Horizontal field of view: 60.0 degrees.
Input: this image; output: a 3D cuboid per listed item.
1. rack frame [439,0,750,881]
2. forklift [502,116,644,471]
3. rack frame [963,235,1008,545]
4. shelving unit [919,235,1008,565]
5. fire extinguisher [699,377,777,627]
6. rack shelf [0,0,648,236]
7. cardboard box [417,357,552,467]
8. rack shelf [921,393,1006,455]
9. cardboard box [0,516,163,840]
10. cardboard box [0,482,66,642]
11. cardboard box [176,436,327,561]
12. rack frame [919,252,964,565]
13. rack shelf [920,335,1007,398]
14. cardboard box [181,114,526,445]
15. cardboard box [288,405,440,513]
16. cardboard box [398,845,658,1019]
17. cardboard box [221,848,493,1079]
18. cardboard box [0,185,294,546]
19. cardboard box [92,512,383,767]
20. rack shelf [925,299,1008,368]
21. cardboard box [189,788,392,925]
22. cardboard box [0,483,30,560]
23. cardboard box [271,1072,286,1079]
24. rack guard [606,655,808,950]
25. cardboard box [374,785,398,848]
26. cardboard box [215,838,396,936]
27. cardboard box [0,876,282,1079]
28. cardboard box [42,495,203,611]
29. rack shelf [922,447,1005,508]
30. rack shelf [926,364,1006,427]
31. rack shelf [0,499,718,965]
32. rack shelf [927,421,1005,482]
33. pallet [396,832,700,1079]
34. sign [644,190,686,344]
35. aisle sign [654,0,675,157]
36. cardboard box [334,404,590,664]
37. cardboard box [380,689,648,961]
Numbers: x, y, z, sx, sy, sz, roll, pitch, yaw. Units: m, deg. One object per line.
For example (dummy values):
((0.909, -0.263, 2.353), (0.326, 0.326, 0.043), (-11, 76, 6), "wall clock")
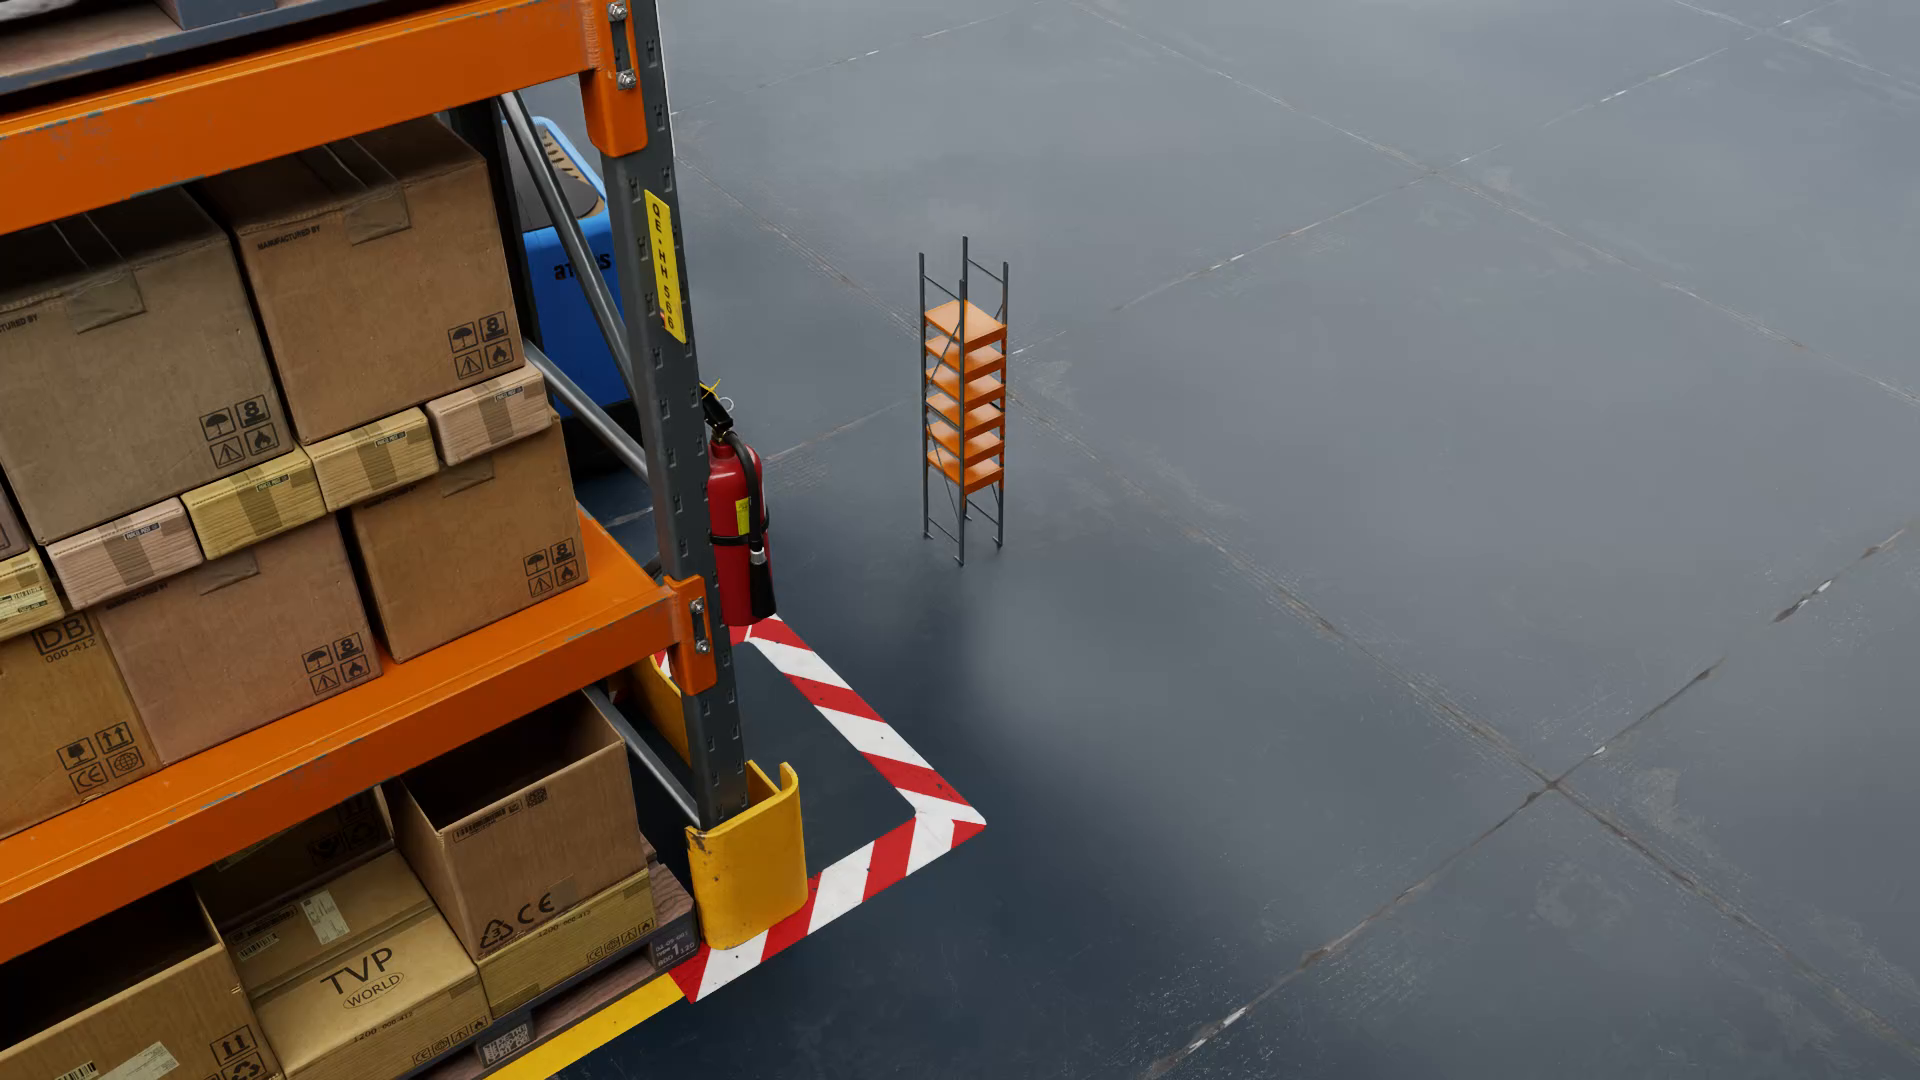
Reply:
((-0.937, -0.308, 4.260), (0.127, 3.000, 1.000), (-26, 46, -28), "rack frame")
((-2.732, -1.302, 5.526), (3.031, 2.935, 1.130), (-19, 43, -22), "forklift")
((0.084, -0.505, 5.919), (0.006, 1.200, 0.240), (-26, 46, -28), "rack frame")
((0.011, -0.469, 5.876), (0.189, 1.200, 0.258), (-26, 46, -28), "shelving unit")
((-0.560, -0.090, 4.056), (0.183, 0.674, 0.296), (-26, 46, -28), "fire extinguisher")
((-2.523, -0.417, 2.595), (4.000, 0.370, 1.077), (-26, 46, -28), "rack shelf")
((-1.124, -0.354, 3.726), (0.250, 0.149, 0.380), (-27, 46, -29), "cardboard box")
((0.011, -0.435, 5.904), (0.180, 0.103, 0.258), (-26, 46, -28), "rack shelf")
((-2.126, 0.222, 3.536), (0.500, 0.500, 0.700), (-26, 46, -28), "cardboard box")
((-1.942, 0.045, 3.240), (0.250, 0.149, 0.380), (-25, 45, -27), "cardboard box")
((-1.533, -0.153, 3.481), (0.250, 0.149, 0.380), (-27, 46, -29), "cardboard box")
((-0.061, -0.434, 5.833), (0.006, 1.200, 0.240), (-26, 46, -28), "rack frame")
((0.011, -0.621, 5.752), (0.180, 0.103, 0.258), (-26, 46, -28), "rack shelf")
((-1.357, -0.654, 3.580), (0.500, 0.500, 0.700), (-26, 46, -28), "cardboard box")
((-1.331, -0.252, 3.602), (0.250, 0.149, 0.380), (-25, 45, -27), "cardboard box")
((-1.182, 0.949, 4.565), (0.500, 0.250, 0.500), (-26, 46, -28), "cardboard box")
((-1.571, 1.148, 4.323), (0.500, 0.250, 0.500), (-26, 46, -28), "cardboard box")
((-1.771, -0.448, 3.329), (0.500, 0.500, 0.700), (-27, 47, -29), "cardboard box")
((-1.729, 0.033, 3.766), (0.500, 0.500, 0.700), (-25, 45, -27), "cardboard box")
((0.011, -0.713, 5.676), (0.180, 0.103, 0.258), (-26, 46, -28), "rack shelf")
((-1.893, 0.592, 4.408), (0.500, 0.500, 0.500), (-26, 46, -28), "cardboard box")
((-2.170, -0.253, 3.091), (0.500, 0.500, 0.700), (-26, 46, -28), "cardboard box")
((-1.967, 1.342, 4.086), (0.500, 0.250, 0.500), (-26, 46, -28), "cardboard box")
((-0.918, 0.649, 5.065), (0.348, 0.500, 1.175), (-26, 46, -28), "rack guard")
((-1.498, 0.688, 4.883), (0.500, 0.250, 0.500), (-26, 46, -28), "cardboard box")
((-1.892, 0.883, 4.645), (0.500, 0.250, 0.500), (-26, 46, -28), "cardboard box")
((-1.965, 1.054, 3.846), (0.500, 0.500, 0.500), (-26, 46, -28), "cardboard box")
((-1.734, -0.057, 3.364), (0.250, 0.149, 0.380), (-25, 46, -28), "cardboard box")
((0.011, -0.250, 6.057), (0.180, 0.103, 0.258), (-26, 46, -28), "rack shelf")
((0.011, -0.528, 5.828), (0.180, 0.103, 0.258), (-26, 46, -28), "rack shelf")
((-2.523, 0.743, 3.546), (4.000, 0.370, 1.077), (-26, 46, -28), "rack shelf")
((0.011, -0.342, 5.981), (0.180, 0.103, 0.258), (-26, 46, -28), "rack shelf")
((-1.518, 1.087, 4.759), (1.213, 0.211, 1.003), (-26, 46, -28), "pallet")
((-0.618, -0.569, 3.479), (0.005, 0.325, 0.100), (-26, 46, -28), "sign")
((-0.706, -1.191, 3.287), (0.004, 0.787, 0.394), (-26, 46, -28), "aisle sign")
((-1.315, -0.173, 4.017), (0.500, 0.500, 0.700), (-26, 46, -28), "cardboard box")
((-1.181, 0.660, 4.326), (0.500, 0.500, 0.500), (-26, 46, -28), "cardboard box")
